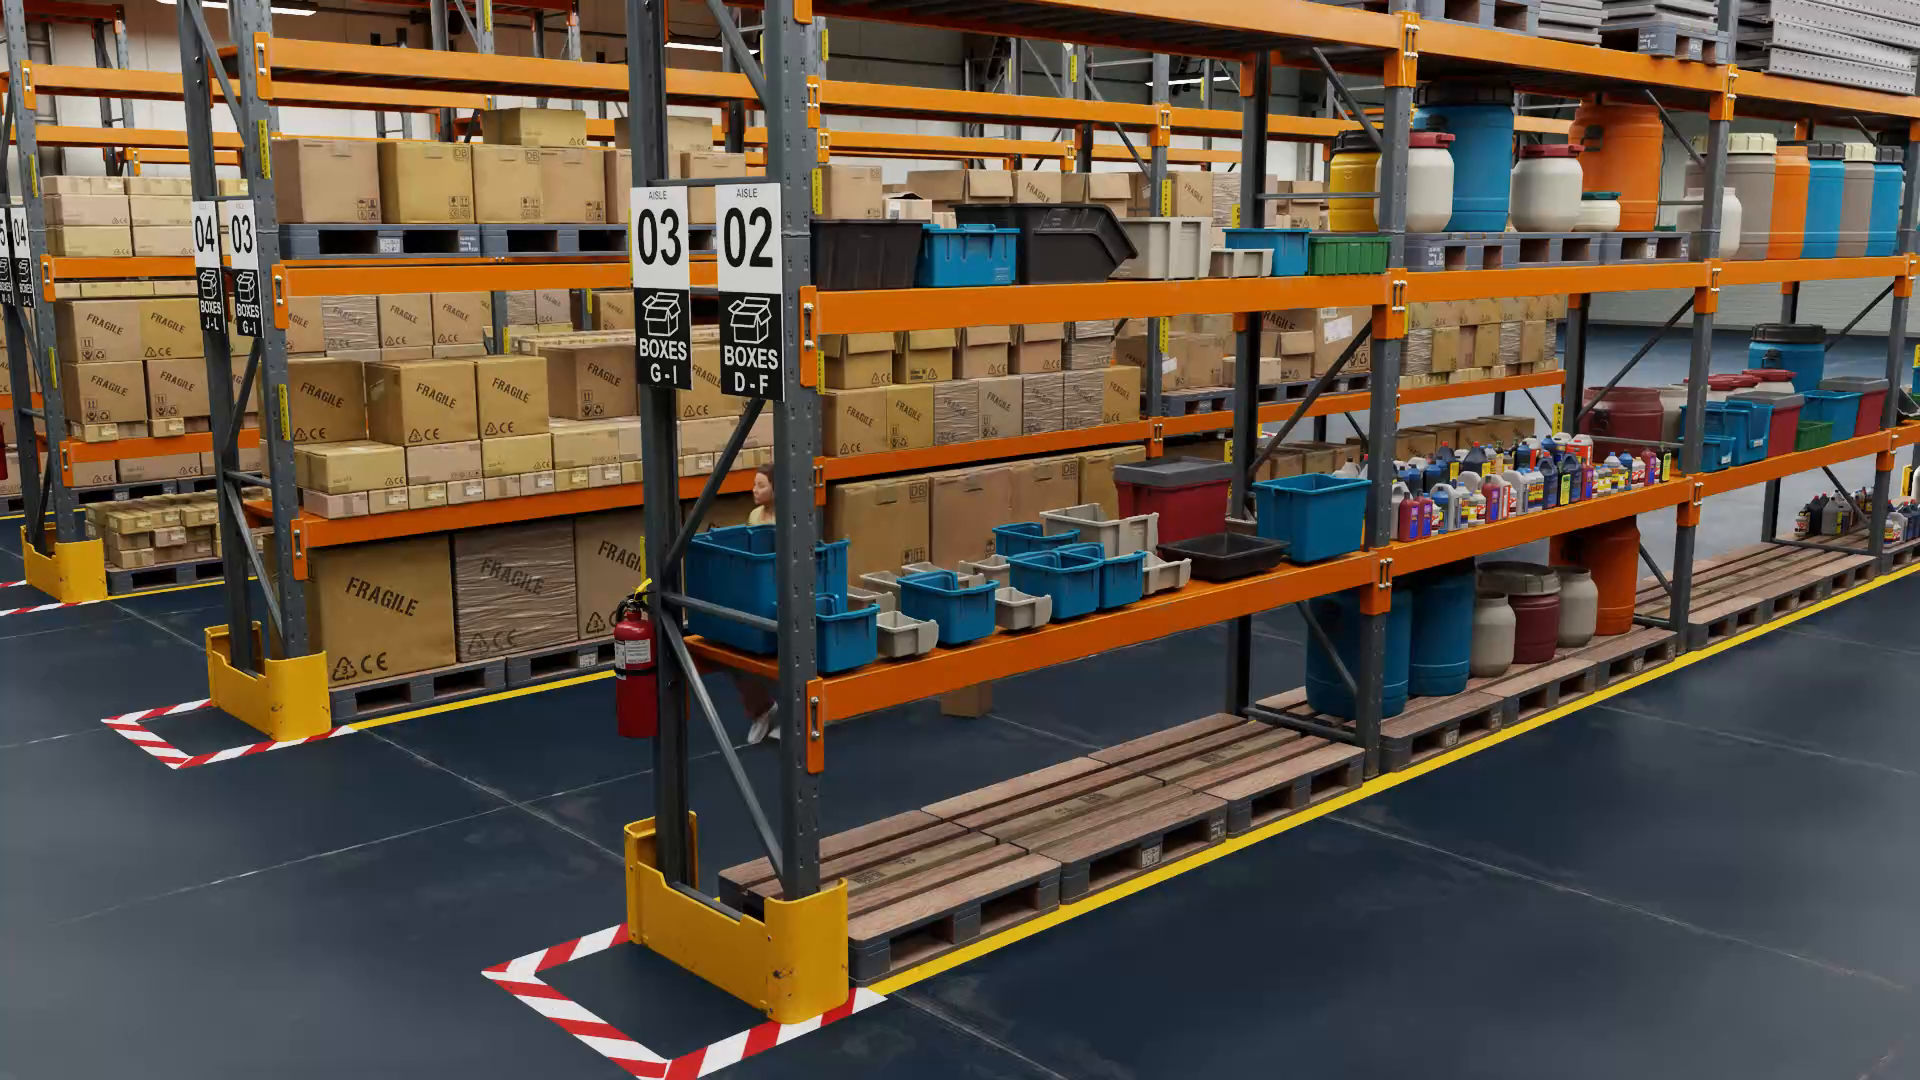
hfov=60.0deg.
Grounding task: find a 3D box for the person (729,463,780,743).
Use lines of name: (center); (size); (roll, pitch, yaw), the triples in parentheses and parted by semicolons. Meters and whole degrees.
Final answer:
person: (-1.111, 0.395, 9.826); (0.463, 1.714, 0.479); (8, 13, 37)
